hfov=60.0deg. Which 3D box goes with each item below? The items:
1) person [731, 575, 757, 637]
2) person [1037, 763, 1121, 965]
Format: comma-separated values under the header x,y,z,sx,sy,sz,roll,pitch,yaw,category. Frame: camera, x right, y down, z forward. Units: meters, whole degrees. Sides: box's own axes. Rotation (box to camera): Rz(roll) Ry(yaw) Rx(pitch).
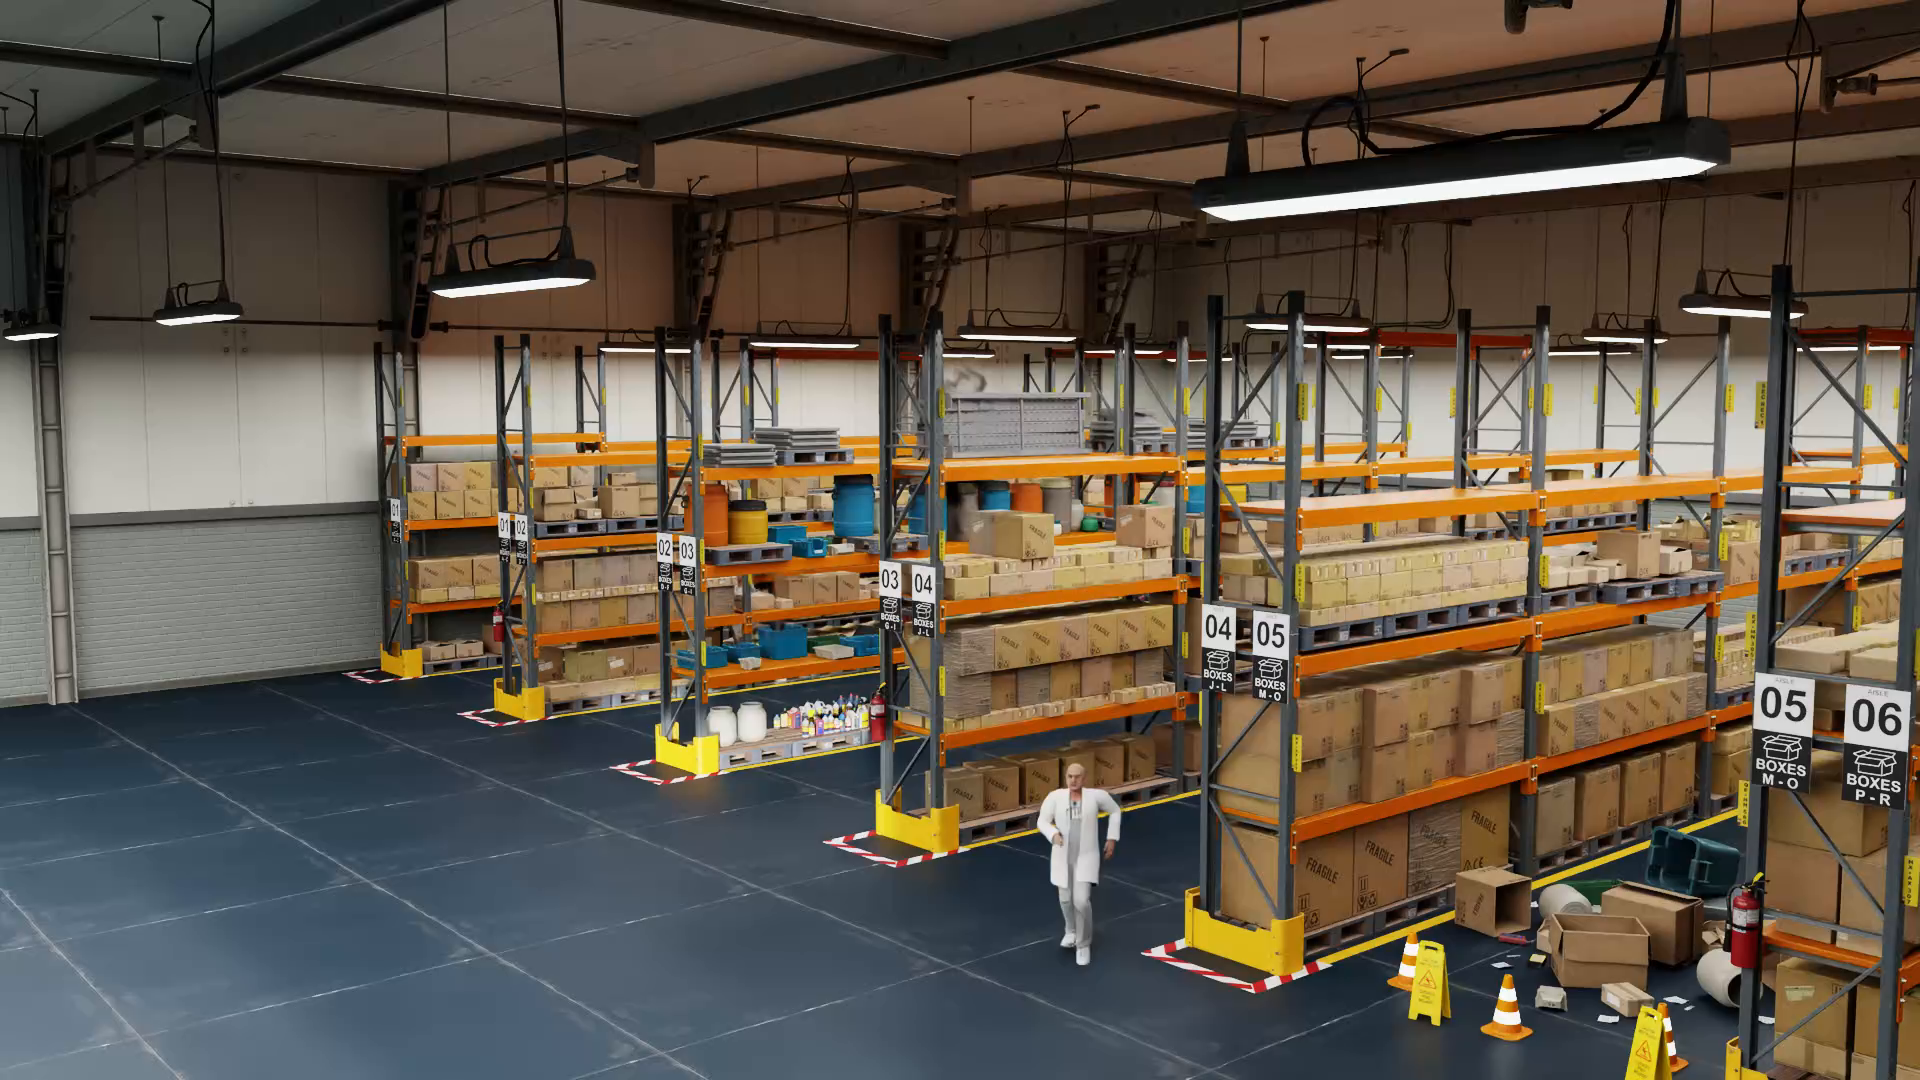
x,y,z,sx,sy,sz,roll,pitch,yaw,category
-4.153,1.407,31.688,0.665,1.761,0.823,4,6,35,person
1.064,2.931,15.079,0.731,1.848,0.813,1,5,14,person
